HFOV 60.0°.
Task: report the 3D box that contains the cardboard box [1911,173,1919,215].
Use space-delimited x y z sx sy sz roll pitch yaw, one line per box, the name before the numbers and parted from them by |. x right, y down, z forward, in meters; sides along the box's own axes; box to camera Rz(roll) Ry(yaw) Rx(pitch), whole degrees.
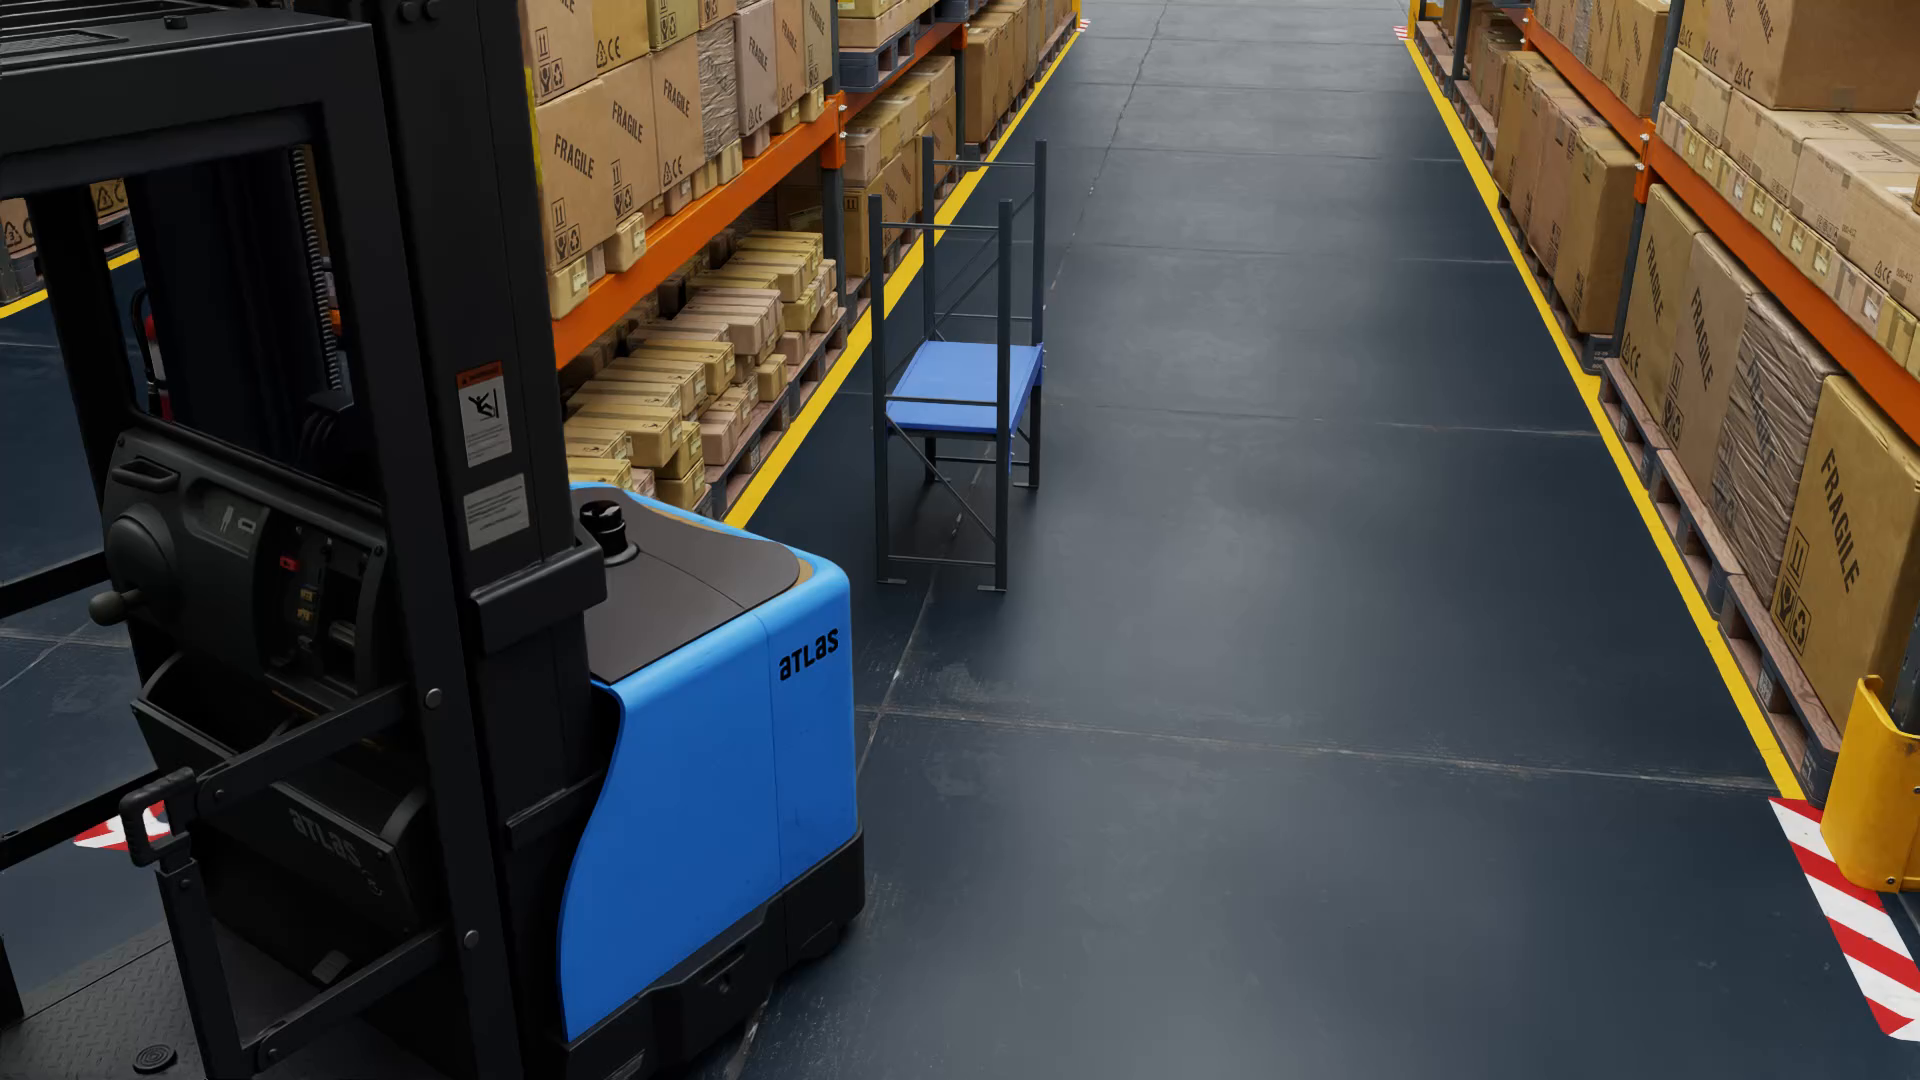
cardboard box | 2.924 -1.051 4.398 0.500 0.500 0.500 4 25 9

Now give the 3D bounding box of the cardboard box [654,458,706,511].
cardboard box | -1.226 -0.223 6.555 0.380 0.149 0.250 4 25 9

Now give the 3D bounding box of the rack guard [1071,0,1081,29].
rack guard | 0.846 -6.378 19.786 1.175 0.500 0.348 4 25 9

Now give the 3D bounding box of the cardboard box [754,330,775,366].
cardboard box | -1.075 -0.928 7.710 0.380 0.149 0.250 5 25 10

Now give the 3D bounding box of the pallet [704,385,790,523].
pallet | -1.391 -0.423 7.405 1.003 0.211 1.213 4 25 9

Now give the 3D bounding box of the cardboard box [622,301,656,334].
cardboard box | -1.581 -0.968 7.446 0.380 0.149 0.250 3 25 6

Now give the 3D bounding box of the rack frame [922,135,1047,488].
rack frame | 0.097 -0.928 6.962 0.500 1.500 0.032 4 25 9

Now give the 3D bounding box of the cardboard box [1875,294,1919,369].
cardboard box | 2.878 -0.589 4.766 0.380 0.149 0.250 4 25 9

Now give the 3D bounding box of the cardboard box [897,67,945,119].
cardboard box | -0.390 -3.035 11.265 0.500 0.250 0.500 4 25 9

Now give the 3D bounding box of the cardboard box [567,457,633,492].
cardboard box | -1.352 -0.172 5.745 0.380 0.149 0.250 3 25 6

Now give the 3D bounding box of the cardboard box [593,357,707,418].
cardboard box | -1.245 -0.617 6.696 0.380 0.149 0.250 5 26 11

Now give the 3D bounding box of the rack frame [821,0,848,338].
rack frame | -1.119 -2.481 8.512 1.000 3.000 0.127 4 25 9

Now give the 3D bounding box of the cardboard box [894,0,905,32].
cardboard box | -0.517 -2.911 9.232 0.380 0.149 0.250 4 25 9

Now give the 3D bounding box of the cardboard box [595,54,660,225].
cardboard box | -1.365 -1.382 5.696 0.500 0.500 0.500 4 25 9

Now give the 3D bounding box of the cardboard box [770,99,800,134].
cardboard box | -0.972 -2.009 7.799 0.380 0.149 0.250 5 26 11

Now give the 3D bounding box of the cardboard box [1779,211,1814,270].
cardboard box | 3.045 -1.016 5.678 0.380 0.149 0.250 4 25 9

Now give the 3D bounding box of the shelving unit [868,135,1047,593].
shelving unit | 0.014 -0.715 6.508 0.538 1.500 1.048 4 25 9

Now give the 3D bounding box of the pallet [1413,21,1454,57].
pallet | 5.539 -5.482 18.212 1.003 0.211 1.213 4 25 9

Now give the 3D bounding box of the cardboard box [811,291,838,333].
cardboard box | -0.847 -1.192 8.627 0.380 0.149 0.250 4 25 9

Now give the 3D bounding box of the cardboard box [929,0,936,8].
cardboard box | -0.349 -3.342 10.152 0.380 0.149 0.250 3 25 6

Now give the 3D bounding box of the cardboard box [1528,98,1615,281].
cardboard box | 3.988 -1.966 9.422 1.225 0.875 0.875 3 25 7

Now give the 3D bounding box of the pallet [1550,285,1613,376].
pallet | 3.809 -1.160 8.979 1.003 0.211 1.213 4 25 9

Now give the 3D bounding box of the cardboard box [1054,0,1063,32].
cardboard box | 0.655 -6.071 18.194 0.875 0.875 0.875 4 25 8

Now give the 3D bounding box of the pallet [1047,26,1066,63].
pallet | 0.587 -5.388 18.013 1.003 0.211 1.213 4 25 9

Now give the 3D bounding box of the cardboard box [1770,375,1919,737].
cardboard box | 3.130 0.077 5.059 0.875 0.875 0.875 4 25 9

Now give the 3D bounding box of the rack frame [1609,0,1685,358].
rack frame | 3.758 -2.095 7.688 1.000 3.000 0.127 4 25 9

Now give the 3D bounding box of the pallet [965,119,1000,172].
pallet | -0.262 -3.216 13.371 1.003 0.211 1.213 4 25 9

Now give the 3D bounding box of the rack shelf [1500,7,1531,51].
rack shelf | 4.738 -4.279 13.201 1.077 0.370 4.000 4 25 9

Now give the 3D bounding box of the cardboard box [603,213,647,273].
cardboard box | -1.299 -1.025 5.698 0.380 0.149 0.250 3 25 7

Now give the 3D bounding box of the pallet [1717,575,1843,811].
pallet | 3.157 0.501 5.431 1.003 0.211 1.213 4 25 9

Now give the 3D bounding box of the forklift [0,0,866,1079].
forklift | -1.541 0.084 3.112 1.130 2.935 3.031 18 30 33

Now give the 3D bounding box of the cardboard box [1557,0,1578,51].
cardboard box | 3.901 -3.199 9.927 0.500 0.500 0.500 4 25 8

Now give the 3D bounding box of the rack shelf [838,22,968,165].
rack shelf | -0.792 -2.992 10.452 1.077 0.370 4.000 4 25 9

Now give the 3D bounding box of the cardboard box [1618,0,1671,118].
cardboard box | 3.565 -2.355 8.125 0.500 0.500 0.500 4 25 9

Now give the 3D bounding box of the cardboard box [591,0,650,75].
cardboard box | -1.361 -1.822 5.456 0.500 0.500 0.500 5 26 10

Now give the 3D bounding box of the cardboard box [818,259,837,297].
cardboard box | -0.857 -1.361 8.636 0.380 0.149 0.250 5 25 10

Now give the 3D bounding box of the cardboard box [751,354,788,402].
cardboard box | -1.016 -0.760 7.702 0.380 0.149 0.250 4 25 8

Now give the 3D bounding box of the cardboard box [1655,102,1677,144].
cardboard box | 3.381 -1.881 7.526 0.380 0.149 0.250 4 25 9

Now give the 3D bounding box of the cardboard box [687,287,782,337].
cardboard box | -1.029 -1.046 7.611 0.380 0.149 0.250 3 25 6

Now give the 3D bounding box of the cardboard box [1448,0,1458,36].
cardboard box | 5.536 -5.660 17.756 0.500 0.500 0.500 11 27 22

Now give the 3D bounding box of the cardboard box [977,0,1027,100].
cardboard box | 0.014 -4.329 14.619 1.050 0.750 0.750 4 25 9

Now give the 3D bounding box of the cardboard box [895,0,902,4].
cardboard box | -0.519 -3.042 9.160 0.380 0.149 0.250 5 25 10

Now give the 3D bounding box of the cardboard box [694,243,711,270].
cardboard box | -1.483 -1.409 8.387 0.380 0.149 0.250 5 26 11

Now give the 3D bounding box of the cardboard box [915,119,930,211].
cardboard box | -0.474 -2.480 10.962 0.500 0.500 0.500 3 25 6

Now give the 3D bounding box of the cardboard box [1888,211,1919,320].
cardboard box | 2.921 -0.710 4.555 0.500 0.250 0.500 4 25 8

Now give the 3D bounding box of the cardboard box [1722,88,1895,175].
cardboard box | 3.257 -1.559 6.368 0.500 0.250 0.500 5 25 10

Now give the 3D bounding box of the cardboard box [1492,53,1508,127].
cardboard box | 4.665 -3.587 13.305 0.700 0.500 0.500 6 26 13

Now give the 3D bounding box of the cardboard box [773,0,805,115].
cardboard box | -1.005 -2.222 7.490 0.500 0.500 0.500 3 25 7

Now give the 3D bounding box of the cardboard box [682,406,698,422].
cardboard box | -1.282 -0.480 6.753 0.380 0.149 0.250 3 25 6

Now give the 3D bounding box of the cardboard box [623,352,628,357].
cardboard box | -1.670 -0.842 7.526 0.380 0.149 0.250 4 25 8

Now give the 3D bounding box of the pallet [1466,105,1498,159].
pallet | 4.742 -3.341 13.638 1.003 0.211 1.213 4 25 9

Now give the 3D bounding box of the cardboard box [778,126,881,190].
cardboard box | -0.738 -2.169 9.415 0.500 0.250 0.500 3 25 6

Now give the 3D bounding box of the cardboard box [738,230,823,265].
cardboard box | -0.920 -1.483 8.545 0.380 0.149 0.250 5 25 10

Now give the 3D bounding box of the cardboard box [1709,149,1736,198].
cardboard box | 3.213 -1.443 6.592 0.380 0.149 0.250 4 25 8

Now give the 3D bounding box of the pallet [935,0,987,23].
pallet | -0.477 -3.762 11.474 1.213 0.211 1.003 4 25 9

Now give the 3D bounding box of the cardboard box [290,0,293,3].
cardboard box | -1.943 -1.650 5.088 0.500 0.500 0.500 4 25 7

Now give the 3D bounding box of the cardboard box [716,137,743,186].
cardboard box | -1.119 -1.573 6.868 0.380 0.149 0.250 5 25 10
